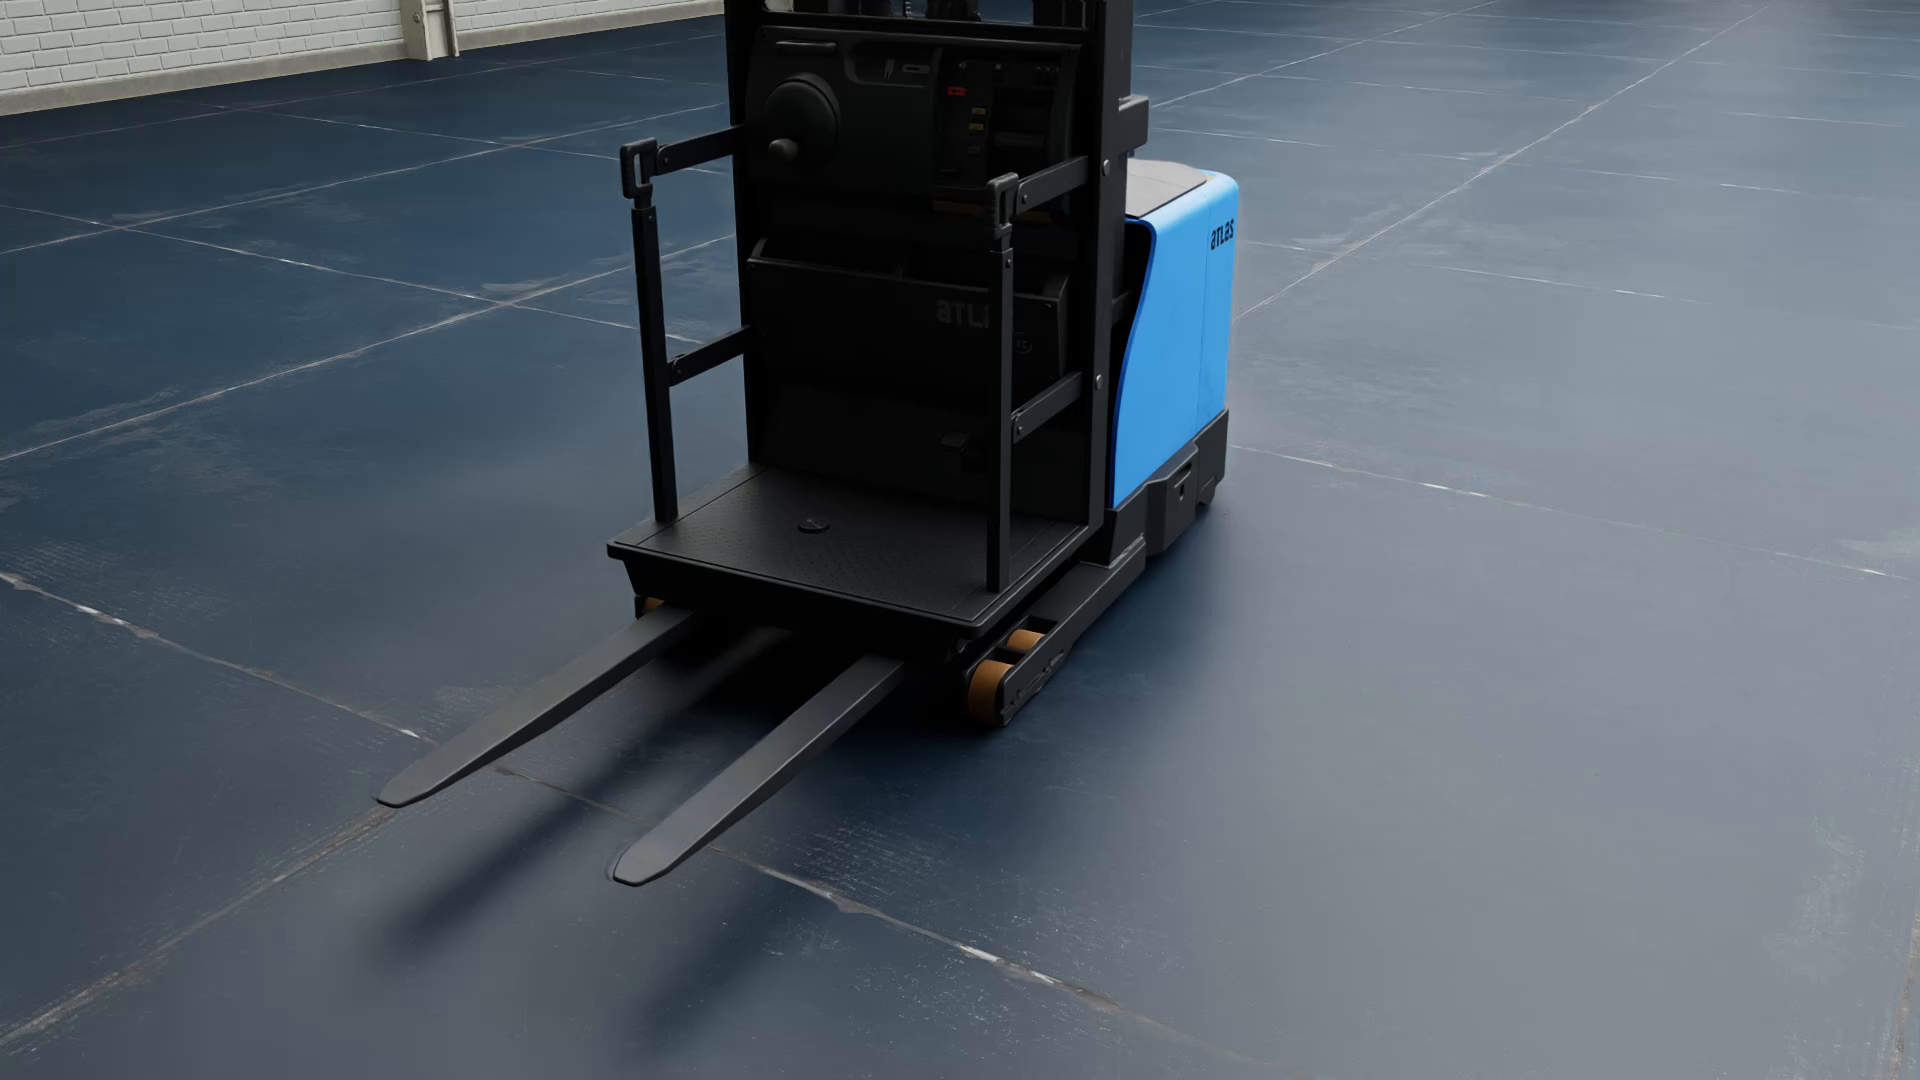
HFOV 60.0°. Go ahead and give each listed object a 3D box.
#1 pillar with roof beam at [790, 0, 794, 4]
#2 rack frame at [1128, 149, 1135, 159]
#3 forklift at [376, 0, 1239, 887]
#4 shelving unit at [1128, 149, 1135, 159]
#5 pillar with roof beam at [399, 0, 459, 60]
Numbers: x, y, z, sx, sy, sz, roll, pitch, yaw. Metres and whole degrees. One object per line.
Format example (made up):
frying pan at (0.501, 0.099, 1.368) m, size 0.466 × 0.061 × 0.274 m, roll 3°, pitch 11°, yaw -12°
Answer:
pillar with roof beam at (1.760, -9.892, 16.773) m, size 9.100 × 9.000 × 0.400 m, roll 14°, pitch 27°, yaw 29°
rack frame at (0.477, -0.911, 5.843) m, size 0.240 × 1.200 × 0.006 m, roll 12°, pitch 24°, yaw 26°
forklift at (-0.230, -1.078, 4.051) m, size 1.130 × 2.935 × 3.031 m, roll 11°, pitch 26°, yaw 25°
shelving unit at (0.434, -0.882, 5.768) m, size 0.258 × 1.200 × 0.189 m, roll 12°, pitch 24°, yaw 26°
pillar with roof beam at (-1.405, -7.867, 12.095) m, size 9.100 × 9.000 × 0.400 m, roll 14°, pitch 27°, yaw 29°
